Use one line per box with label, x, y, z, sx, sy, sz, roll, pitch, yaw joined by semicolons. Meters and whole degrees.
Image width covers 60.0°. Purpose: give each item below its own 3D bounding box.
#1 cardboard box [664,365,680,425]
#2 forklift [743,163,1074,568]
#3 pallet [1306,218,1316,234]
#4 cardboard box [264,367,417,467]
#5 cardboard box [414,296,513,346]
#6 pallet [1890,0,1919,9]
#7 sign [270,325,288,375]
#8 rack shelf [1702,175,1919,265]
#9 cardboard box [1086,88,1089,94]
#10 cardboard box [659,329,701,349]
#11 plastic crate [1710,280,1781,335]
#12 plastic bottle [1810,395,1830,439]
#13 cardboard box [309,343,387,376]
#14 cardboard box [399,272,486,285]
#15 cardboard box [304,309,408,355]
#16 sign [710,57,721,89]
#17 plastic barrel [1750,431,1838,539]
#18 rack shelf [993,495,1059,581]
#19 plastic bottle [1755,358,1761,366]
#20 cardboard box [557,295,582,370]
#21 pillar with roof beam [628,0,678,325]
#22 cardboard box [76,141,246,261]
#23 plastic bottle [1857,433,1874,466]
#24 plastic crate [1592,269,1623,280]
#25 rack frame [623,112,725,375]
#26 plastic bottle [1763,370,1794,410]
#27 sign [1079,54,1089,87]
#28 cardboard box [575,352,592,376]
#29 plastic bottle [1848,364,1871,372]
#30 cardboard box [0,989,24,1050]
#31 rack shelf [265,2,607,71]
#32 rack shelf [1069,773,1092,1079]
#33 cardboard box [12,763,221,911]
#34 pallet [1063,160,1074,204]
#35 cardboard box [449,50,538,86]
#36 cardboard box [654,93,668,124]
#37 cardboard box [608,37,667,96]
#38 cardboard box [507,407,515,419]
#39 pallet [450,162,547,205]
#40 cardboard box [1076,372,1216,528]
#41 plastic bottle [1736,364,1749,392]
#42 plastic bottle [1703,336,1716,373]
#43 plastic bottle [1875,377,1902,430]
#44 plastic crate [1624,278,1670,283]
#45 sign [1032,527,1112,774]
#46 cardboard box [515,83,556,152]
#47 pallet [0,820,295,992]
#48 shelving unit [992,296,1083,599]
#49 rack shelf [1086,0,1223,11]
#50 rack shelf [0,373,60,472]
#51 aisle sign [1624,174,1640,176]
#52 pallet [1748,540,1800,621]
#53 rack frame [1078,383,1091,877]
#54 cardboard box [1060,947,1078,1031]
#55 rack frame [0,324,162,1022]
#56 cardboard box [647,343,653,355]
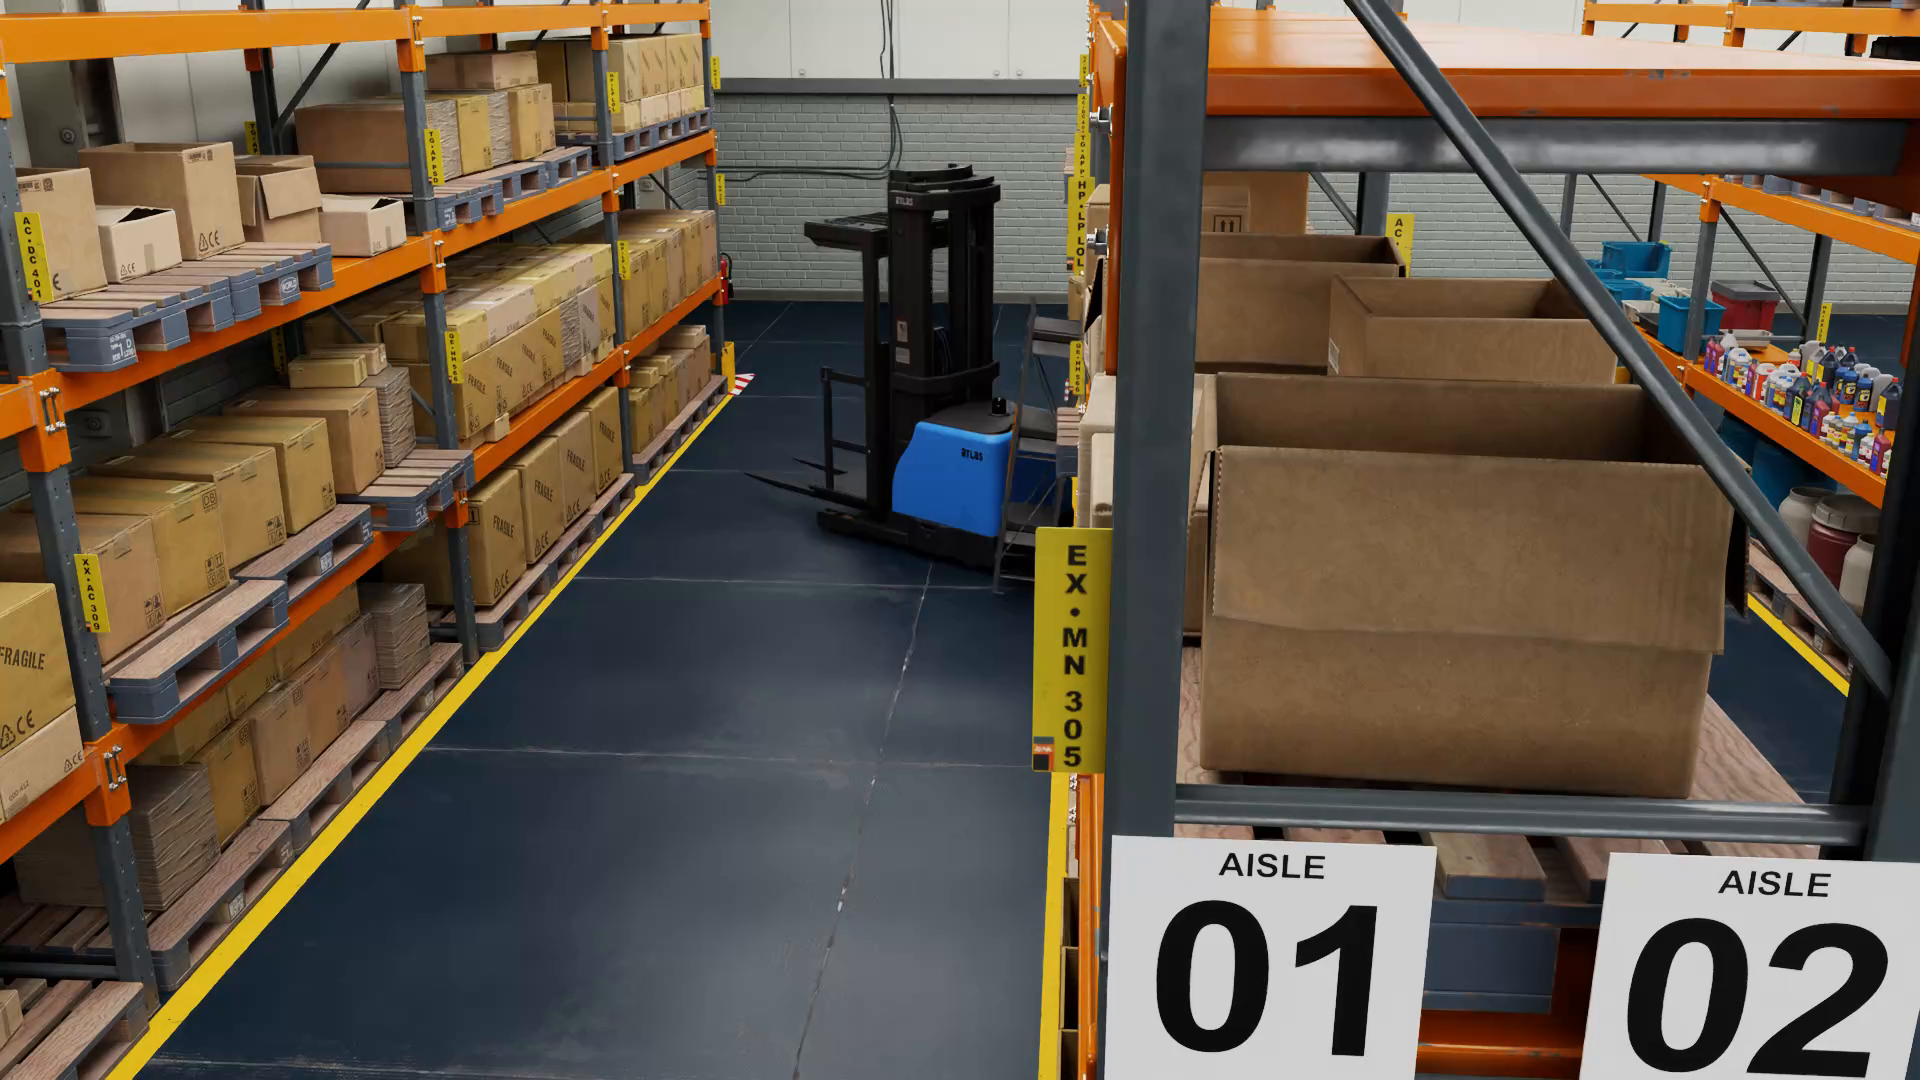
cardboard box;-3.165;-1.428;16.303;0.700;0.500;0.500;2;18;5
forklift;-0.537;-1.540;13.415;3.031;2.935;1.130;15;24;39
pallet;1.296;-1.642;9.103;1.213;0.211;1.003;2;18;6
cardboard box;-3.710;-0.739;9.994;0.700;0.500;0.500;-1;18;-3
cardboard box;-3.358;-1.485;11.265;0.500;0.250;0.500;1;18;3
pallet;6.278;-3.202;9.688;1.213;0.211;1.003;1;18;4
sign;-4.240;-1.190;10.378;0.100;0.325;0.005;1;18;4
rack shelf;6.339;-2.112;11.390;1.077;0.370;4.000;1;18;4
cardboard box;1.489;-4.287;16.309;0.500;0.250;0.500;1;18;4
cardboard box;-2.908;-2.090;17.283;0.380;0.149;0.250;2;18;5
plastic crate;6.797;-1.980;14.450;0.402;0.464;0.583;1;18;4
plastic bottle;5.881;-0.842;11.363;0.061;0.283;0.133;1;18;4
cardboard box;-3.681;-1.086;10.010;0.380;0.149;0.250;-1;18;-3
cardboard box;-3.795;-1.808;12.249;0.500;0.250;0.500;1;18;3
cardboard box;-3.912;-1.330;10.790;0.500;0.250;0.500;2;18;5
sign;-2.572;-4.905;17.464;0.100;0.325;0.005;1;18;4
plastic barrel;6.376;-0.464;12.716;0.600;0.901;0.708;1;18;4
rack shelf;0.482;0.016;12.199;0.431;0.518;0.480;8;19;0
plastic bottle;6.169;-1.309;12.921;0.097;0.201;0.097;0;18;0
cardboard box;-3.252;-1.606;12.836;0.500;0.500;0.500;1;18;4
pillar with roof beam;0.512;-6.726;19.497;9.100;9.000;0.400;1;18;4
cardboard box;-3.765;-1.610;7.866;0.500;0.500;0.500;1;18;2
plastic bottle;5.849;-0.585;10.712;0.097;0.201;0.097;0;18;0
plastic crate;6.376;-2.567;16.613;0.416;0.233;0.300;1;18;4
rack frame;-3.112;-3.113;18.107;1.000;3.000;0.127;1;18;4
plastic bottle;5.986;-1.096;12.150;0.152;0.276;0.135;1;18;4
sign;1.288;-4.857;17.206;0.100;0.325;0.005;1;18;4
cardboard box;-3.159;-1.408;13.274;0.380;0.149;0.250;1;18;4
plastic bottle;6.714;-1.191;12.440;0.152;0.276;0.135;1;18;4
cardboard box;-3.981;1.918;6.596;0.380;0.166;0.250;-1;18;-3
rack shelf;-3.542;-3.569;11.660;1.077;0.370;4.000;1;18;4
rack shelf;0.825;1.686;4.615;1.077;0.370;4.000;1;18;4
cardboard box;-3.936;1.364;7.752;0.700;0.500;0.500;2;18;6
pallet;1.354;-2.574;11.947;1.213;0.211;1.003;1;18;4
cardboard box;-3.593;-3.639;12.822;0.500;0.250;0.500;3;18;8
cardboard box;-3.006;-3.998;15.396;0.500;0.250;0.500;1;18;2
cardboard box;-3.008;-4.357;15.287;0.500;0.500;0.500;1;18;4
cardboard box;-3.396;-0.936;11.834;0.380;0.149;0.250;2;18;5
pallet;-3.615;-2.513;11.760;1.003;0.211;1.213;2;18;6
cardboard box;0.541;-0.220;3.703;0.500;0.311;0.500;3;18;10
plastic bottle;6.000;-1.241;12.711;0.097;0.201;0.097;0;18;0
plastic bottle;6.031;-1.490;13.340;0.061;0.283;0.133;1;18;4
plastic bottle;6.503;-0.953;11.593;0.144;0.351;0.185;1;18;4
plastic crate;6.891;-2.538;16.678;0.396;0.136;0.243;1;18;4
sign;0.142;0.141;2.065;0.100;0.325;0.005;1;18;4
cardboard box;-3.572;-3.282;12.938;0.700;0.500;0.500;0;18;1
pallet;-3.918;1.697;7.905;1.003;0.211;1.213;1;18;4
shelving unit;0.570;-0.653;11.967;0.431;2.100;0.503;8;19;0
rack shelf;1.685;-4.890;15.056;1.077;0.370;4.000;1;18;4
rack shelf;-4.116;0.151;4.482;1.077;0.370;4.000;1;18;4
aisle sign;7.067;-4.143;17.075;0.394;0.787;0.004;1;18;4
pallet;6.301;0.294;12.187;1.003;0.211;1.213;1;18;4
rack frame;0.969;0.723;6.399;1.000;3.000;0.127;1;18;4
cardboard box;0.595;1.766;5.752;0.500;0.500;0.500;1;18;4
rack frame;-3.973;0.614;6.733;1.000;3.000;0.127;1;18;4
cardboard box;-3.325;-1.943;16.833;0.380;0.149;0.250;2;18;5
